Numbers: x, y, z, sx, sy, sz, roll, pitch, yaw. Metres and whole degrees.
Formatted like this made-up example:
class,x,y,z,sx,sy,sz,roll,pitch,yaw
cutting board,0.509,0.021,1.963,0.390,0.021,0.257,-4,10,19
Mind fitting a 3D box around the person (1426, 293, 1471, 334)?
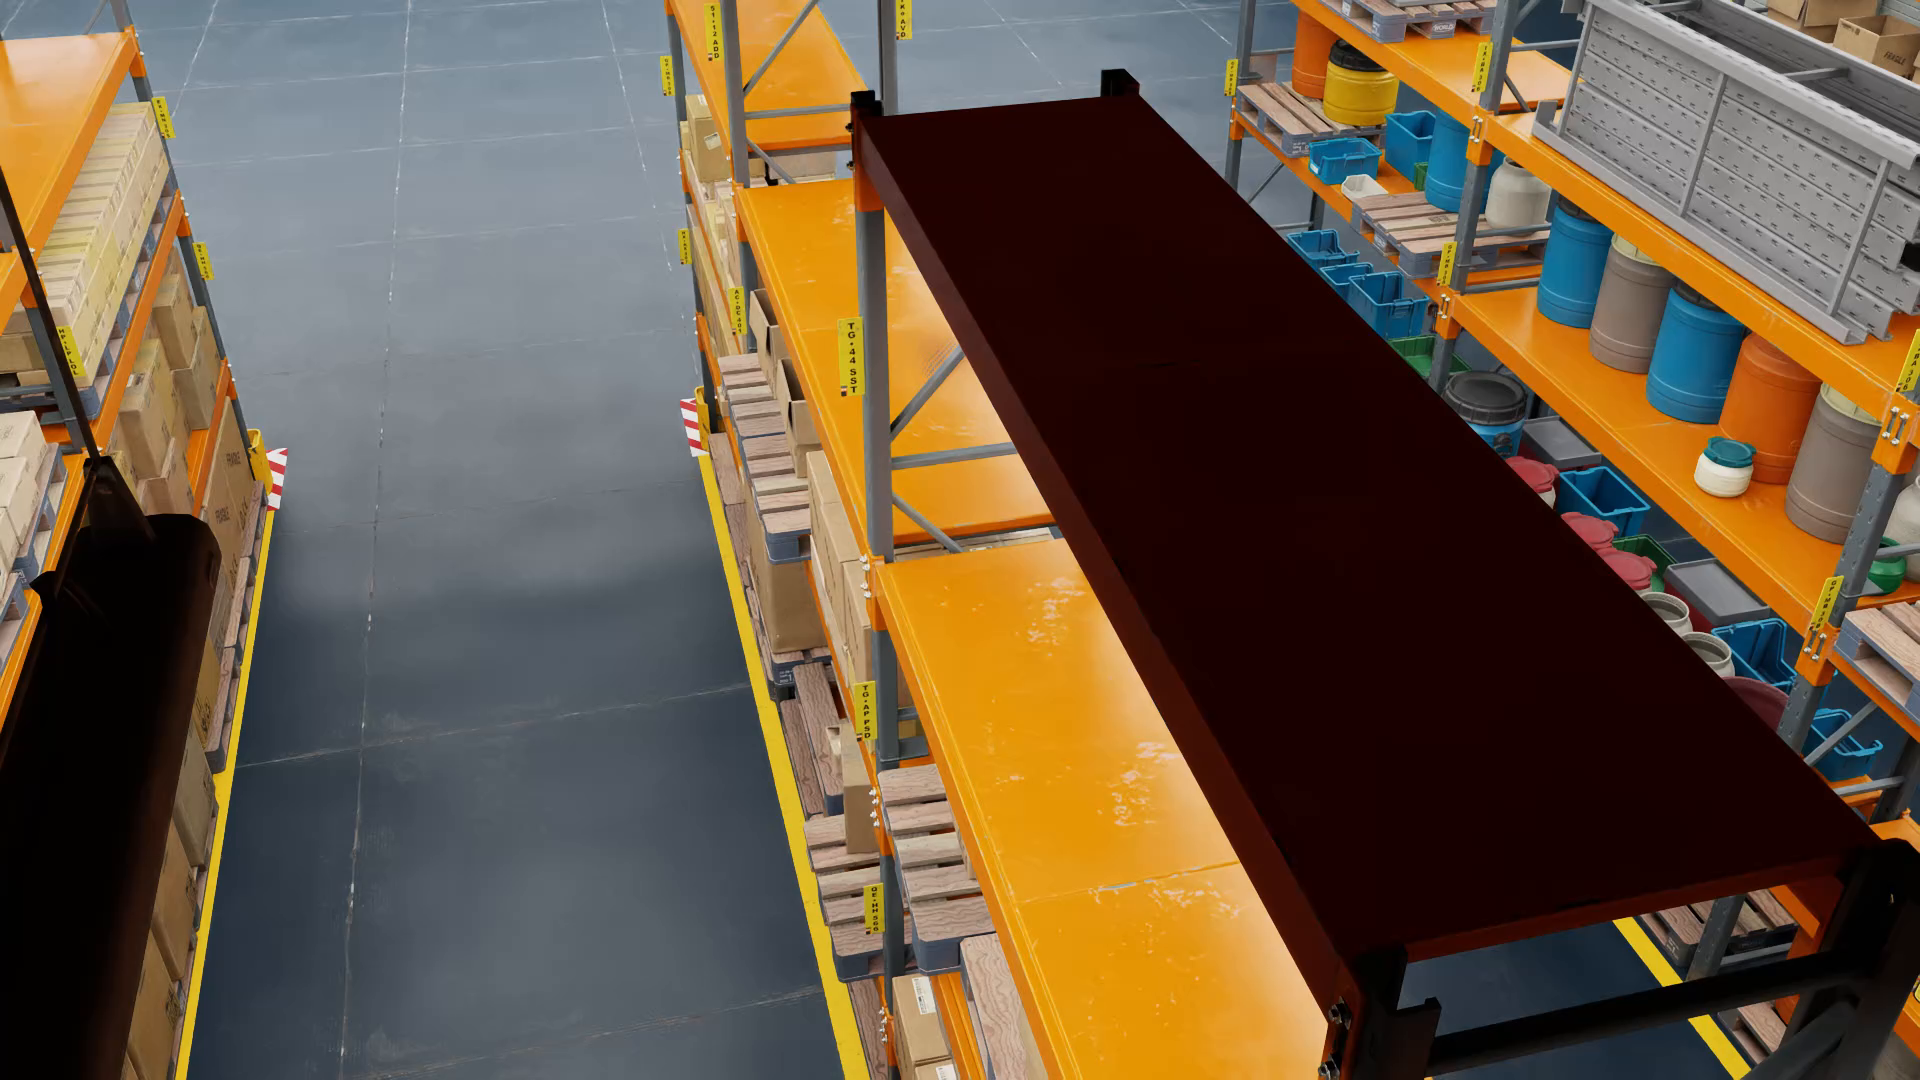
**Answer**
class,x,y,z,sx,sy,sz,roll,pitch,yaw
person,4.622,-2.125,15.804,0.378,1.718,0.494,6,35,8
